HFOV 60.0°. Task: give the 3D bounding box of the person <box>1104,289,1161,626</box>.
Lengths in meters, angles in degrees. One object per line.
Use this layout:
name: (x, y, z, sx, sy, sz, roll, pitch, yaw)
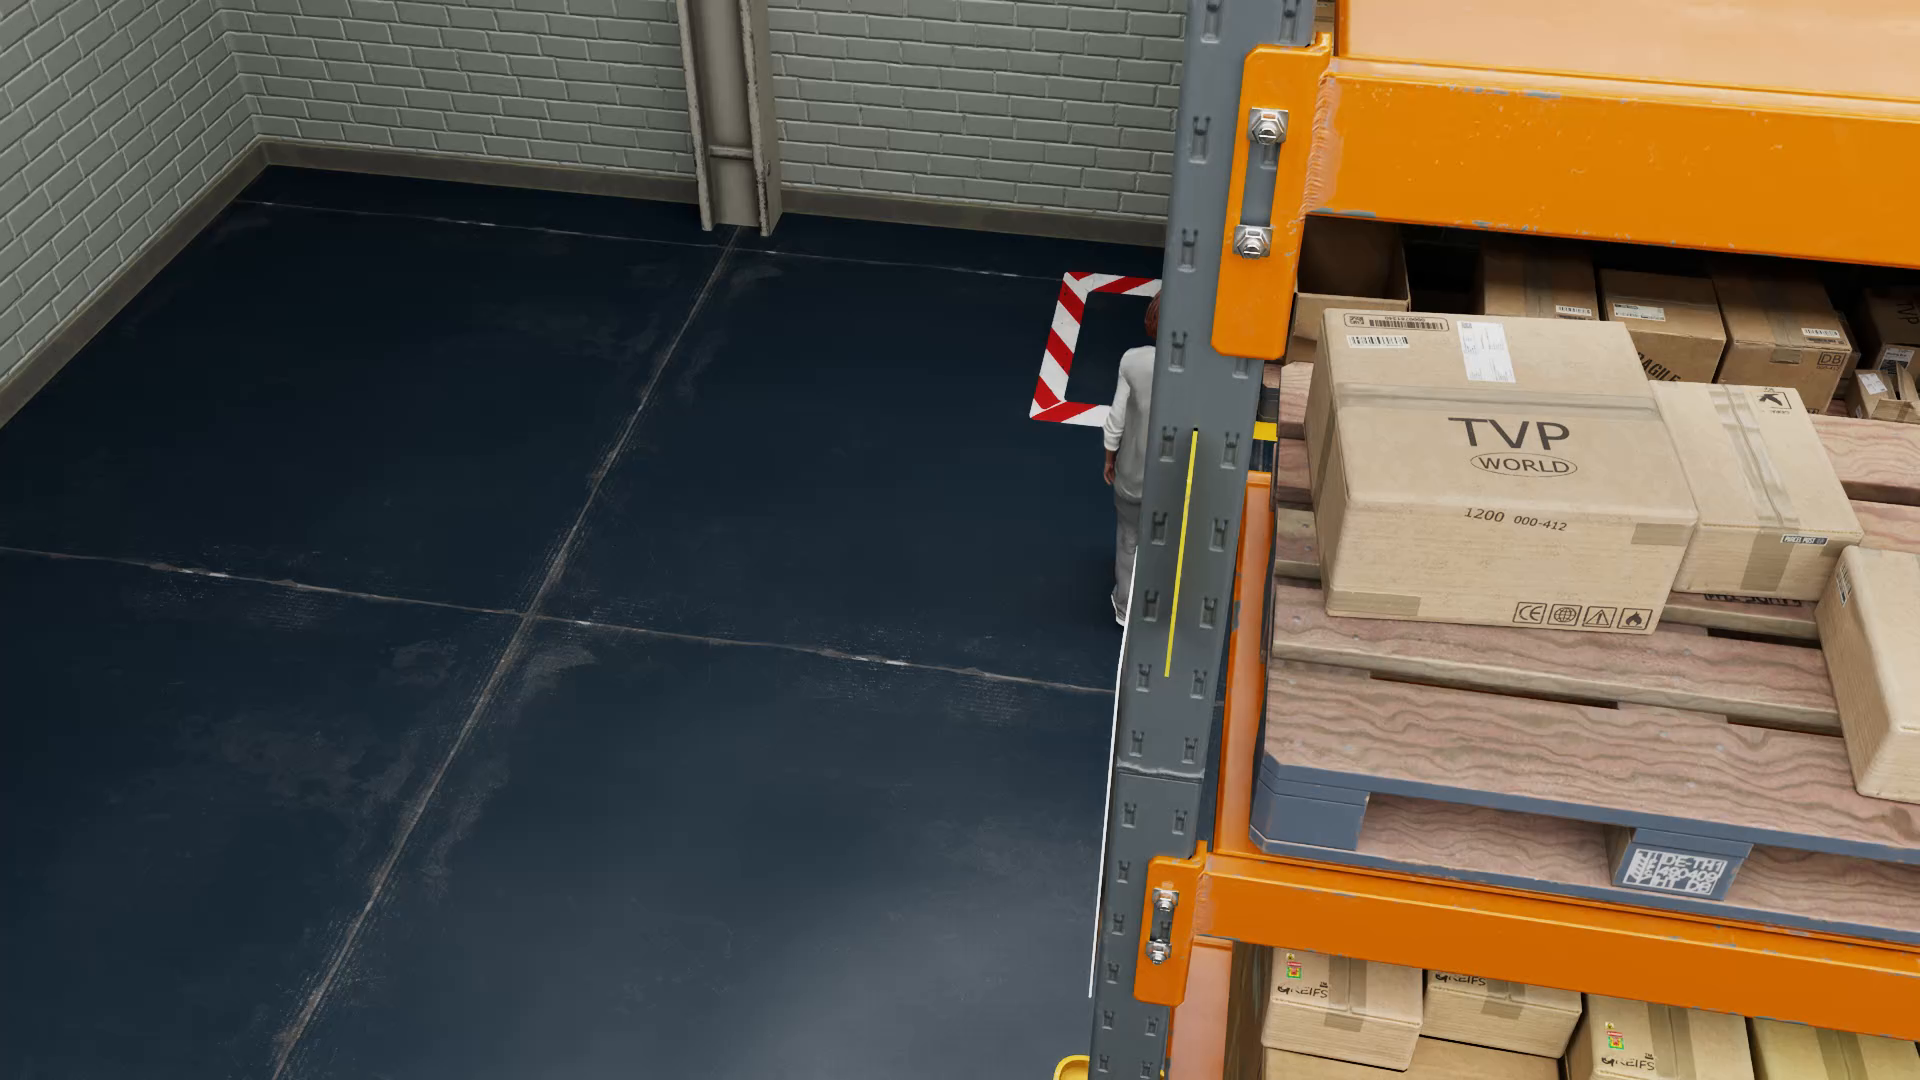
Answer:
person: (0.780, -0.268, 6.474, 0.459, 1.591, 0.369, 7, 42, 8)
